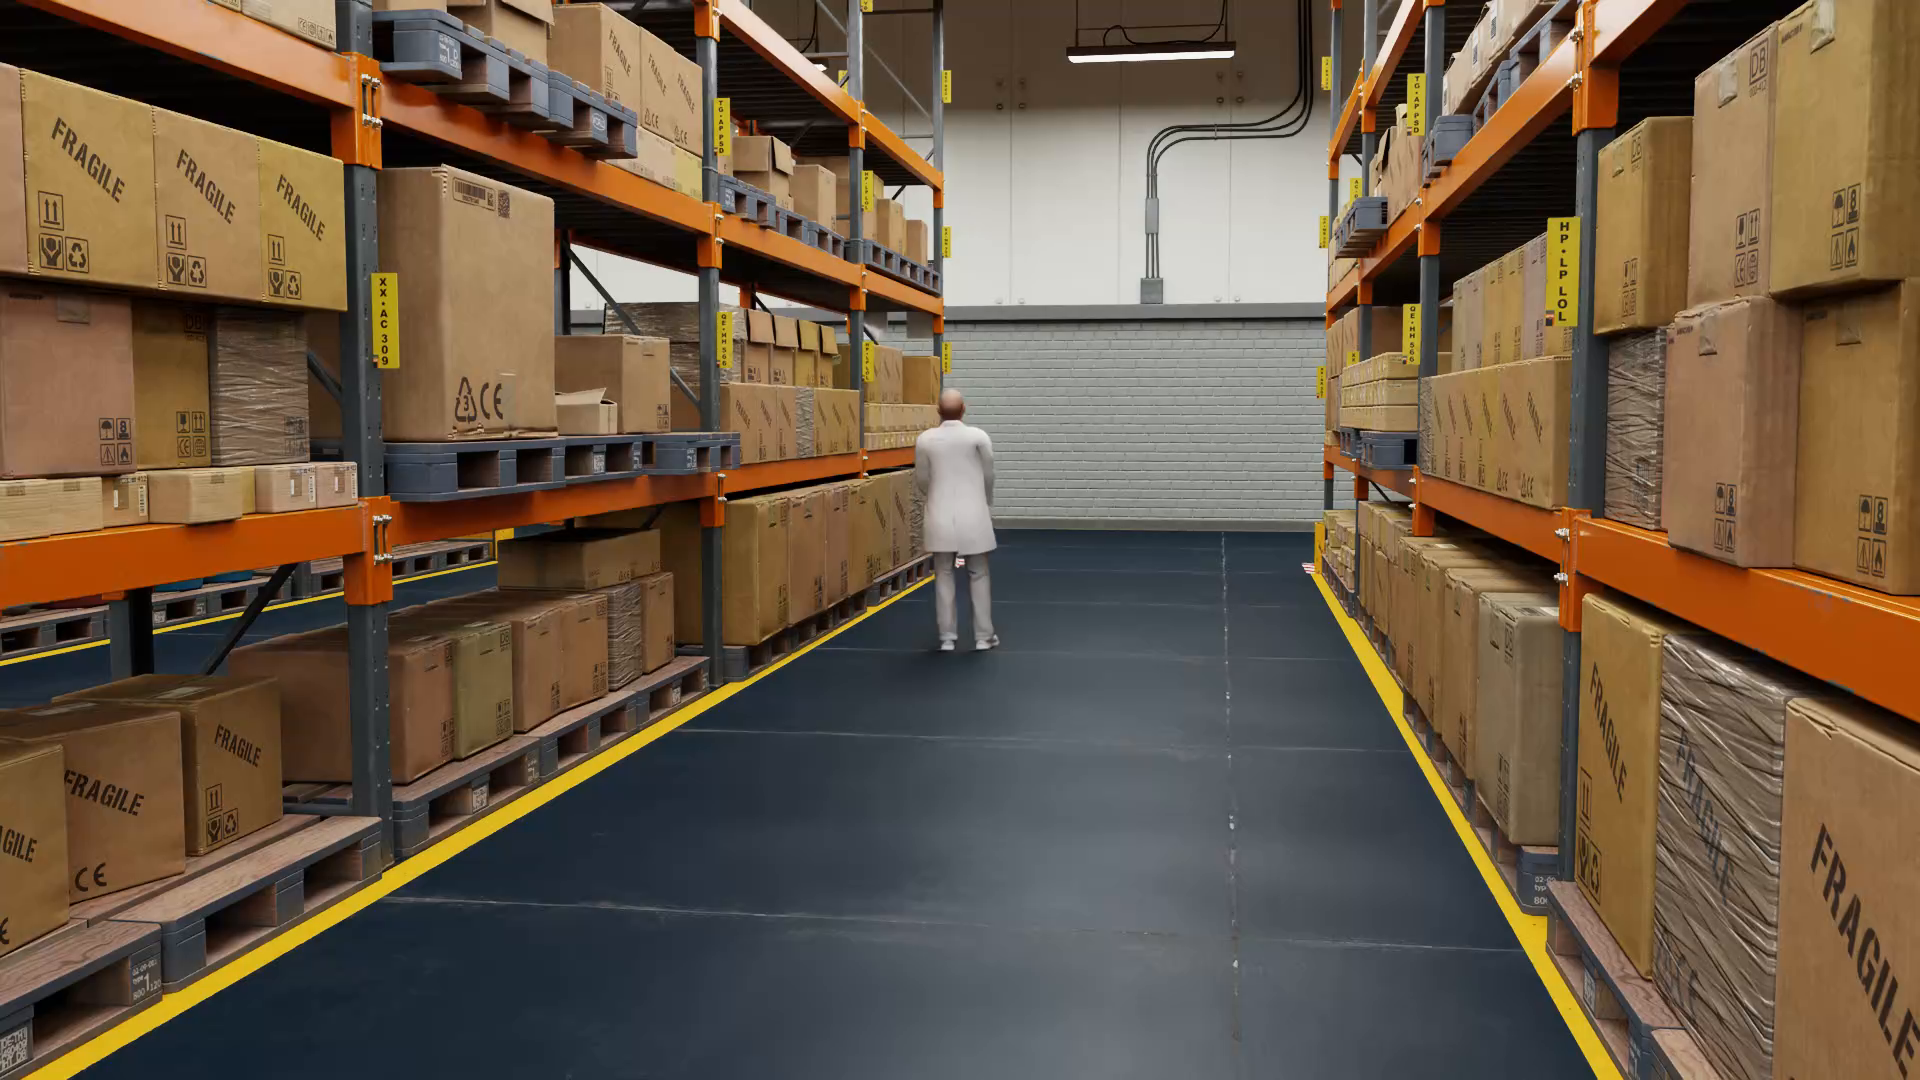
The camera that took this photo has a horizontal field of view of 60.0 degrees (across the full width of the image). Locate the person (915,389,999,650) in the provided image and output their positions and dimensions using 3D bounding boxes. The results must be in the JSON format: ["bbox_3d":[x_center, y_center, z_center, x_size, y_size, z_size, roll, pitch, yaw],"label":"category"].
[{"bbox_3d":[-0.019,-0.140,11.390,0.557,1.781,0.523,1,4,8],"label":"person"}]
